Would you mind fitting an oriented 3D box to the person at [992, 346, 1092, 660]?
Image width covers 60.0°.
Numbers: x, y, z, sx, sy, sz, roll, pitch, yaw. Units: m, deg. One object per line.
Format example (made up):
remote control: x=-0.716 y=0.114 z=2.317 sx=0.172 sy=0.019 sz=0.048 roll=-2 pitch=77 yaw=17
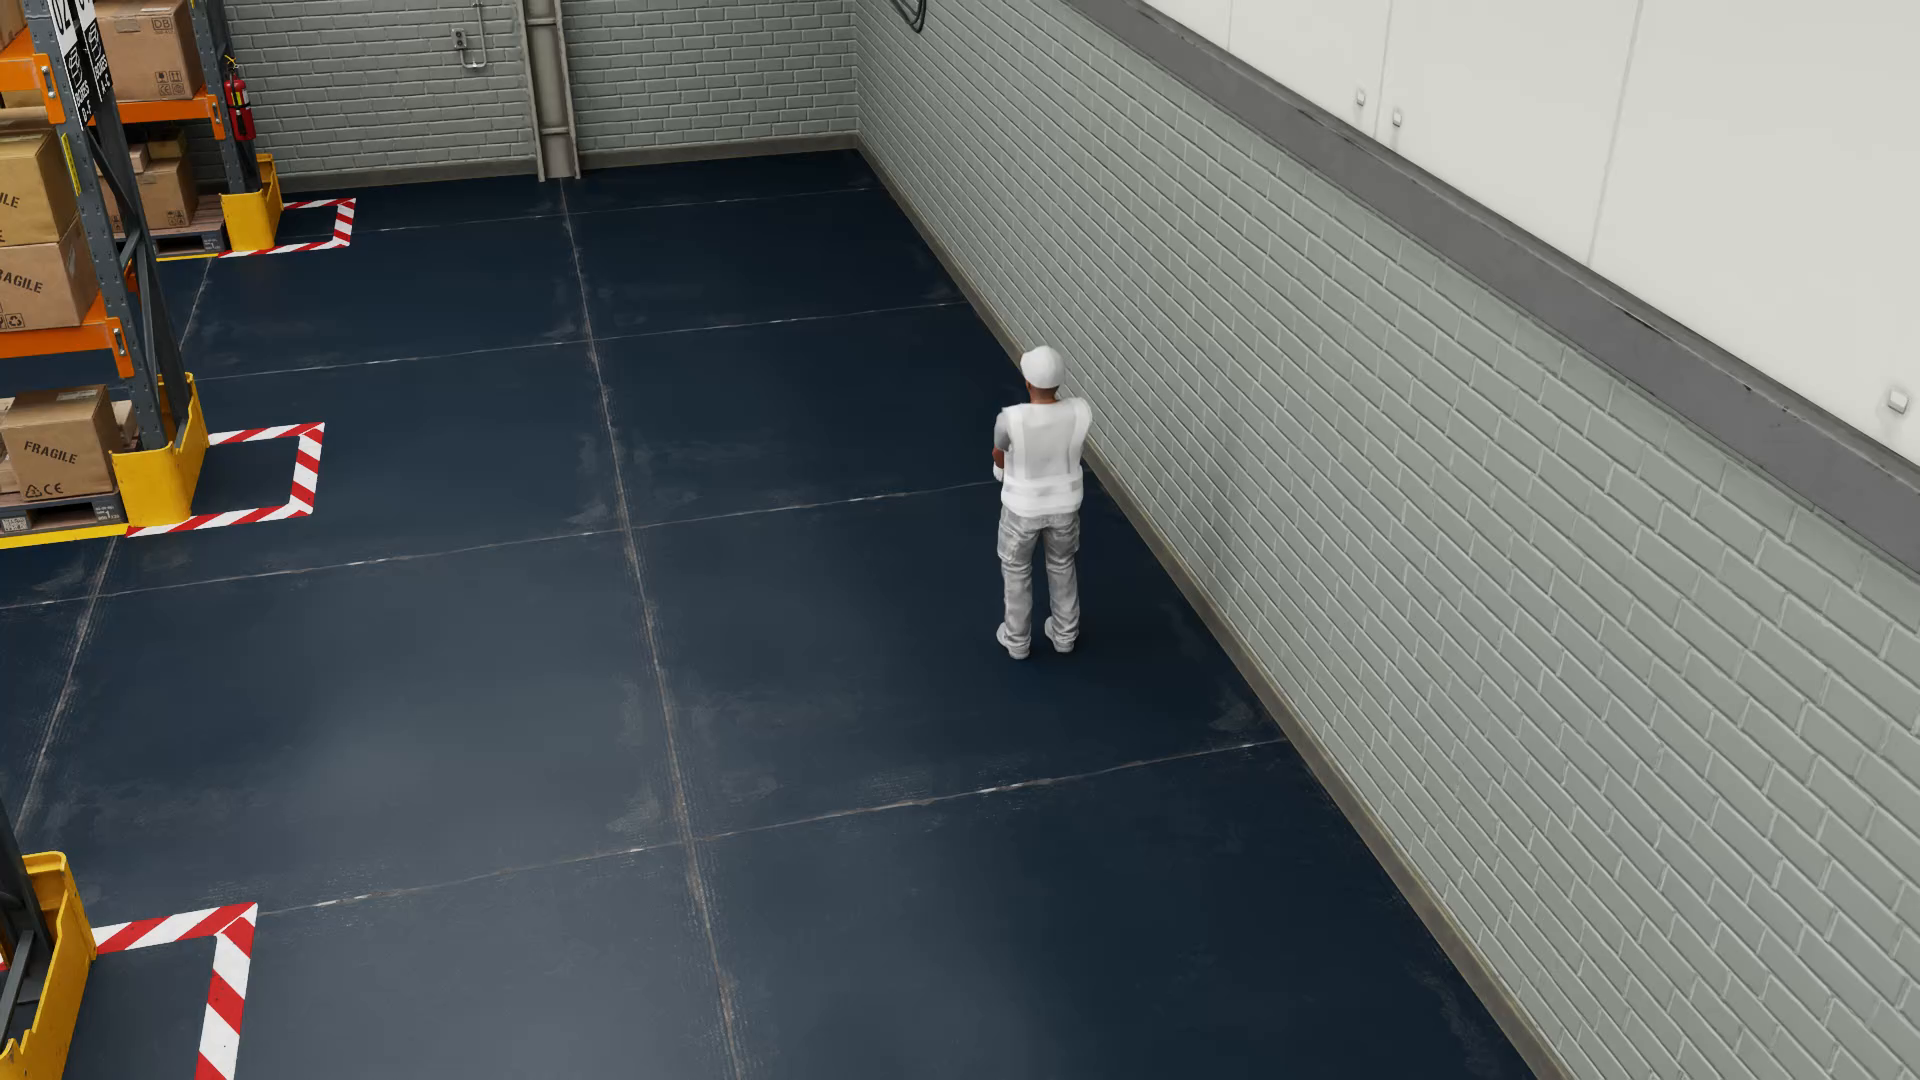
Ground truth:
person: x=0.381 y=-0.241 z=8.645 sx=0.488 sy=1.778 sz=0.583 roll=-7 pitch=31 yaw=-12
